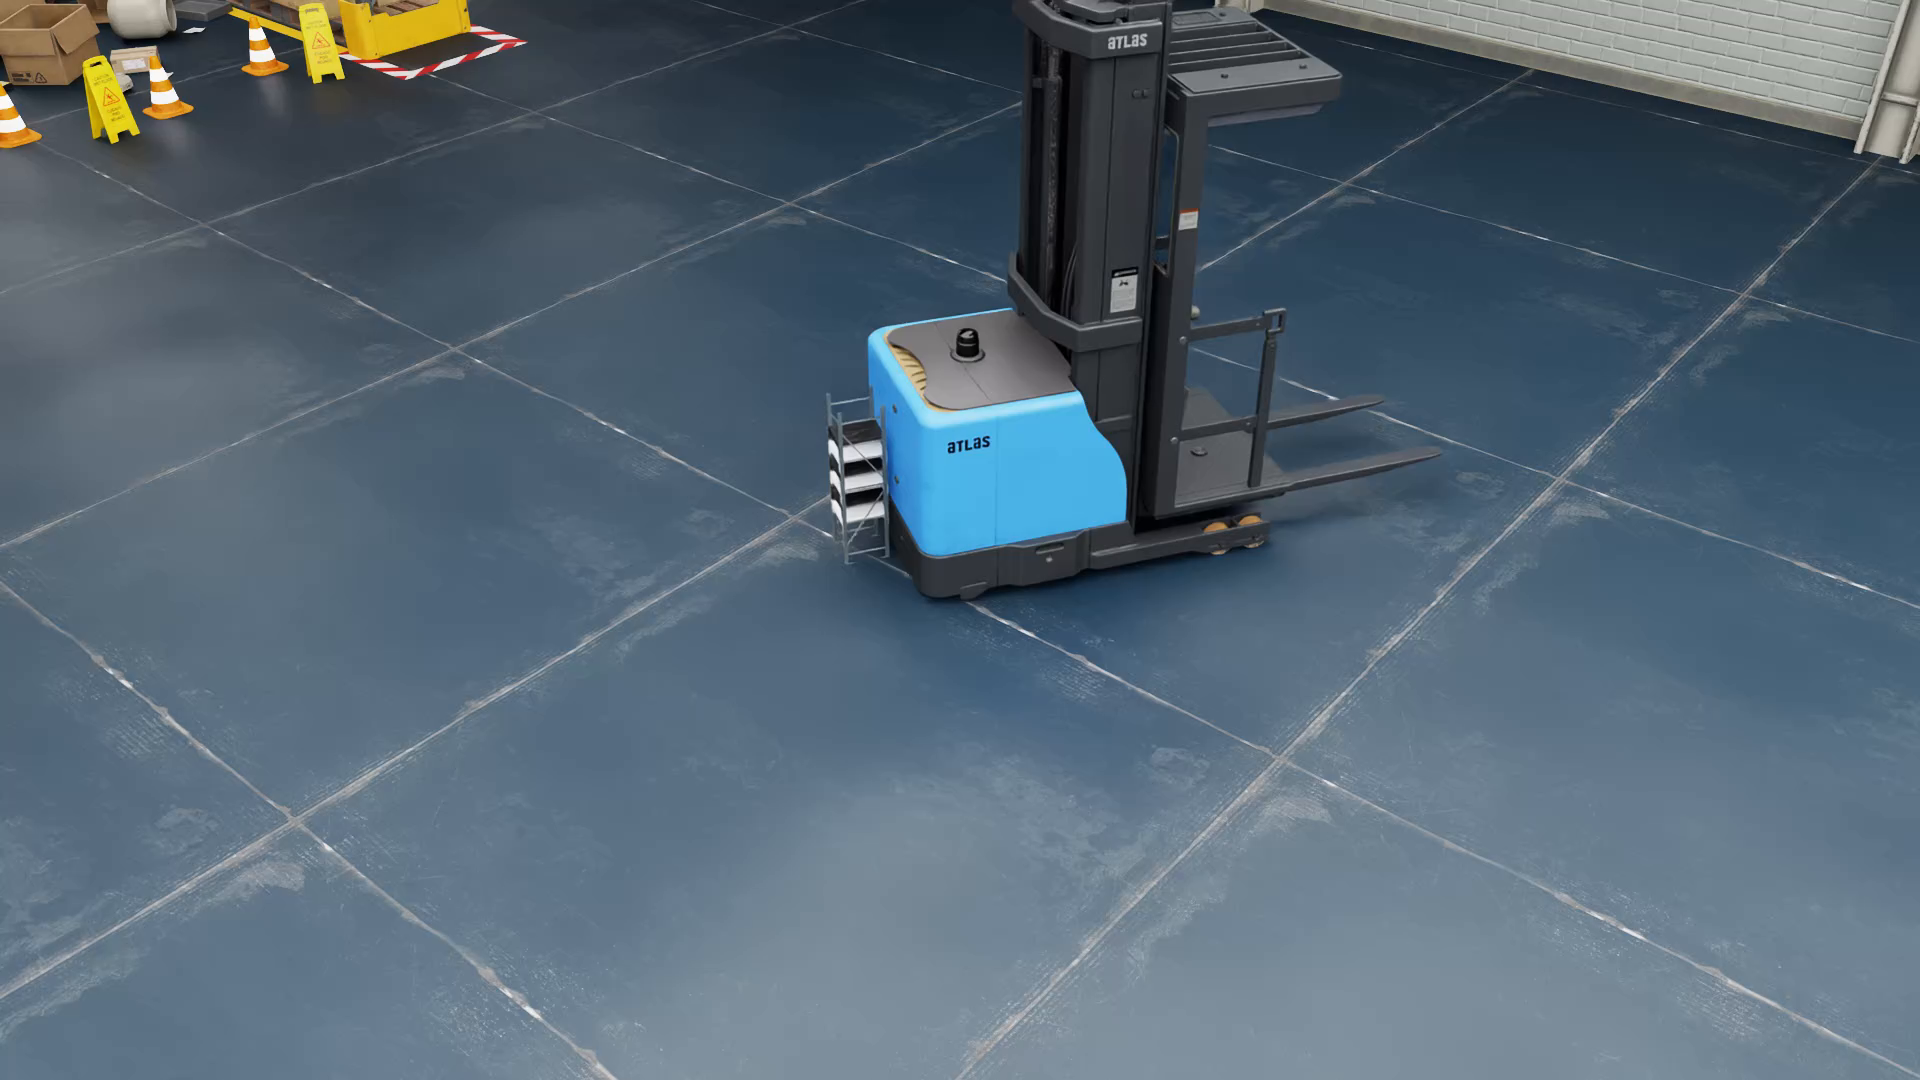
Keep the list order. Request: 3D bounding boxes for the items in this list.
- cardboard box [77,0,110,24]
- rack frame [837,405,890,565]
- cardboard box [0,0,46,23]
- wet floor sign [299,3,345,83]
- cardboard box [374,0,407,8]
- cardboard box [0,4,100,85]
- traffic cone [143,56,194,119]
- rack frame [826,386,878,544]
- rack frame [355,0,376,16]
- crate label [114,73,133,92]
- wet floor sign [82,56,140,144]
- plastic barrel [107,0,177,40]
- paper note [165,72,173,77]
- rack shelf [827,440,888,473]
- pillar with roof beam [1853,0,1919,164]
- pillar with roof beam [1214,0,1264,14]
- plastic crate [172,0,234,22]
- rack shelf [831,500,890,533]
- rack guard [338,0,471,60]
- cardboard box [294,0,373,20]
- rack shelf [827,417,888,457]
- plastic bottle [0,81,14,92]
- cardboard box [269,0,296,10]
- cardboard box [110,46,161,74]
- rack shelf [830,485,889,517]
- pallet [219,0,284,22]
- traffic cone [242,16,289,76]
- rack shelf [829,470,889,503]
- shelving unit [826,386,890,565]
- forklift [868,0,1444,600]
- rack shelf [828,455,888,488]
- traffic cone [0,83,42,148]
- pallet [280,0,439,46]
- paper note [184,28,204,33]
[{"bbox_3d":[-8.189,-5.305,16.031,0.500,0.500,0.500,-6,35,-8],"label":"cardboard box"},{"bbox_3d":[-0.480,-0.264,8.339,0.240,0.900,0.006,-11,36,-15],"label":"rack frame"},{"bbox_3d":[-8.761,-4.762,15.120,0.503,0.637,0.797,25,42,32],"label":"cardboard box"},{"bbox_3d":[-5.606,-4.361,14.530,0.267,0.644,0.232,-18,38,-25],"label":"wet floor sign"},{"bbox_3d":[-5.510,-5.318,15.902,0.500,0.250,0.500,25,42,31],"label":"cardboard box"},{"bbox_3d":[-8.037,-4.371,14.671,0.637,0.503,0.797,0,34,0],"label":"cardboard box"},{"bbox_3d":[-6.672,-3.808,13.887,0.334,0.463,0.336,25,42,32],"label":"traffic cone"},{"bbox_3d":[-0.546,-0.373,8.497,0.240,0.900,0.006,-11,36,-15],"label":"rack frame"},{"bbox_3d":[-5.067,-5.866,14.641,0.127,3.000,1.000,25,42,32],"label":"rack frame"},{"bbox_3d":[-7.316,-3.932,14.354,0.298,0.136,0.250,6,35,8],"label":"crate label"},{"bbox_3d":[-6.868,-3.556,13.358,0.232,0.644,0.267,18,38,24],"label":"wet floor sign"},{"bbox_3d":[-7.623,-4.893,15.501,0.512,0.421,0.421,-6,35,-8],"label":"plastic barrel"},{"bbox_3d":[-7.067,-4.118,14.719,0.142,0.019,0.148,12,36,16],"label":"paper note"},{"bbox_3d":[-0.513,-0.439,8.335,0.258,0.077,0.200,-11,36,-15],"label":"rack shelf"},{"bbox_3d":[4.615,-4.924,7.971,0.400,9.000,9.100,25,42,32],"label":"pillar with roof beam"},{"bbox_3d":[0.004,-7.098,11.136,0.400,9.000,9.100,25,42,32],"label":"pillar with roof beam"},{"bbox_3d":[-7.459,-5.186,16.230,0.583,0.080,0.402,12,36,16],"label":"plastic crate"},{"bbox_3d":[-0.513,-0.142,8.539,0.258,0.077,0.200,-11,36,-15],"label":"rack shelf"},{"bbox_3d":[-5.126,-4.863,15.389,0.348,0.500,1.175,25,42,32],"label":"rack guard"},{"bbox_3d":[-5.879,-5.090,15.570,0.500,0.250,0.500,25,42,32],"label":"cardboard box"},{"bbox_3d":[-0.513,-0.513,8.284,0.258,0.077,0.200,-11,36,-15],"label":"rack shelf"},{"bbox_3d":[-8.375,-3.938,14.431,0.283,0.061,0.133,12,36,16],"label":"plastic bottle"},{"bbox_3d":[-6.254,-5.272,15.835,0.500,0.250,0.500,25,42,32],"label":"cardboard box"},{"bbox_3d":[-7.367,-4.286,14.860,0.380,0.149,0.250,-12,36,-17],"label":"cardboard box"},{"bbox_3d":[-0.513,-0.217,8.488,0.258,0.077,0.200,-11,36,-15],"label":"rack shelf"},{"bbox_3d":[-6.661,-5.495,16.565,1.213,0.211,1.003,25,42,32],"label":"pallet"},{"bbox_3d":[-6.223,-4.414,14.769,0.334,0.463,0.336,25,42,32],"label":"traffic cone"},{"bbox_3d":[-0.513,-0.291,8.437,0.258,0.077,0.200,-11,36,-15],"label":"rack shelf"},{"bbox_3d":[-0.513,-0.318,8.418,0.258,0.900,0.210,-11,36,-15],"label":"shelving unit"},{"bbox_3d":[1.094,-1.404,8.205,3.031,2.935,1.130,-11,36,-15],"label":"forklift"},{"bbox_3d":[-0.513,-0.365,8.386,0.258,0.077,0.200,-11,36,-15],"label":"rack shelf"},{"bbox_3d":[-7.656,-3.440,13.350,0.334,0.463,0.336,25,42,32],"label":"traffic cone"},{"bbox_3d":[-5.727,-5.053,15.922,1.213,0.211,1.003,25,42,32],"label":"pallet"},{"bbox_3d":[-7.262,-4.840,15.771,0.148,0.019,0.142,12,36,16],"label":"paper note"}]
